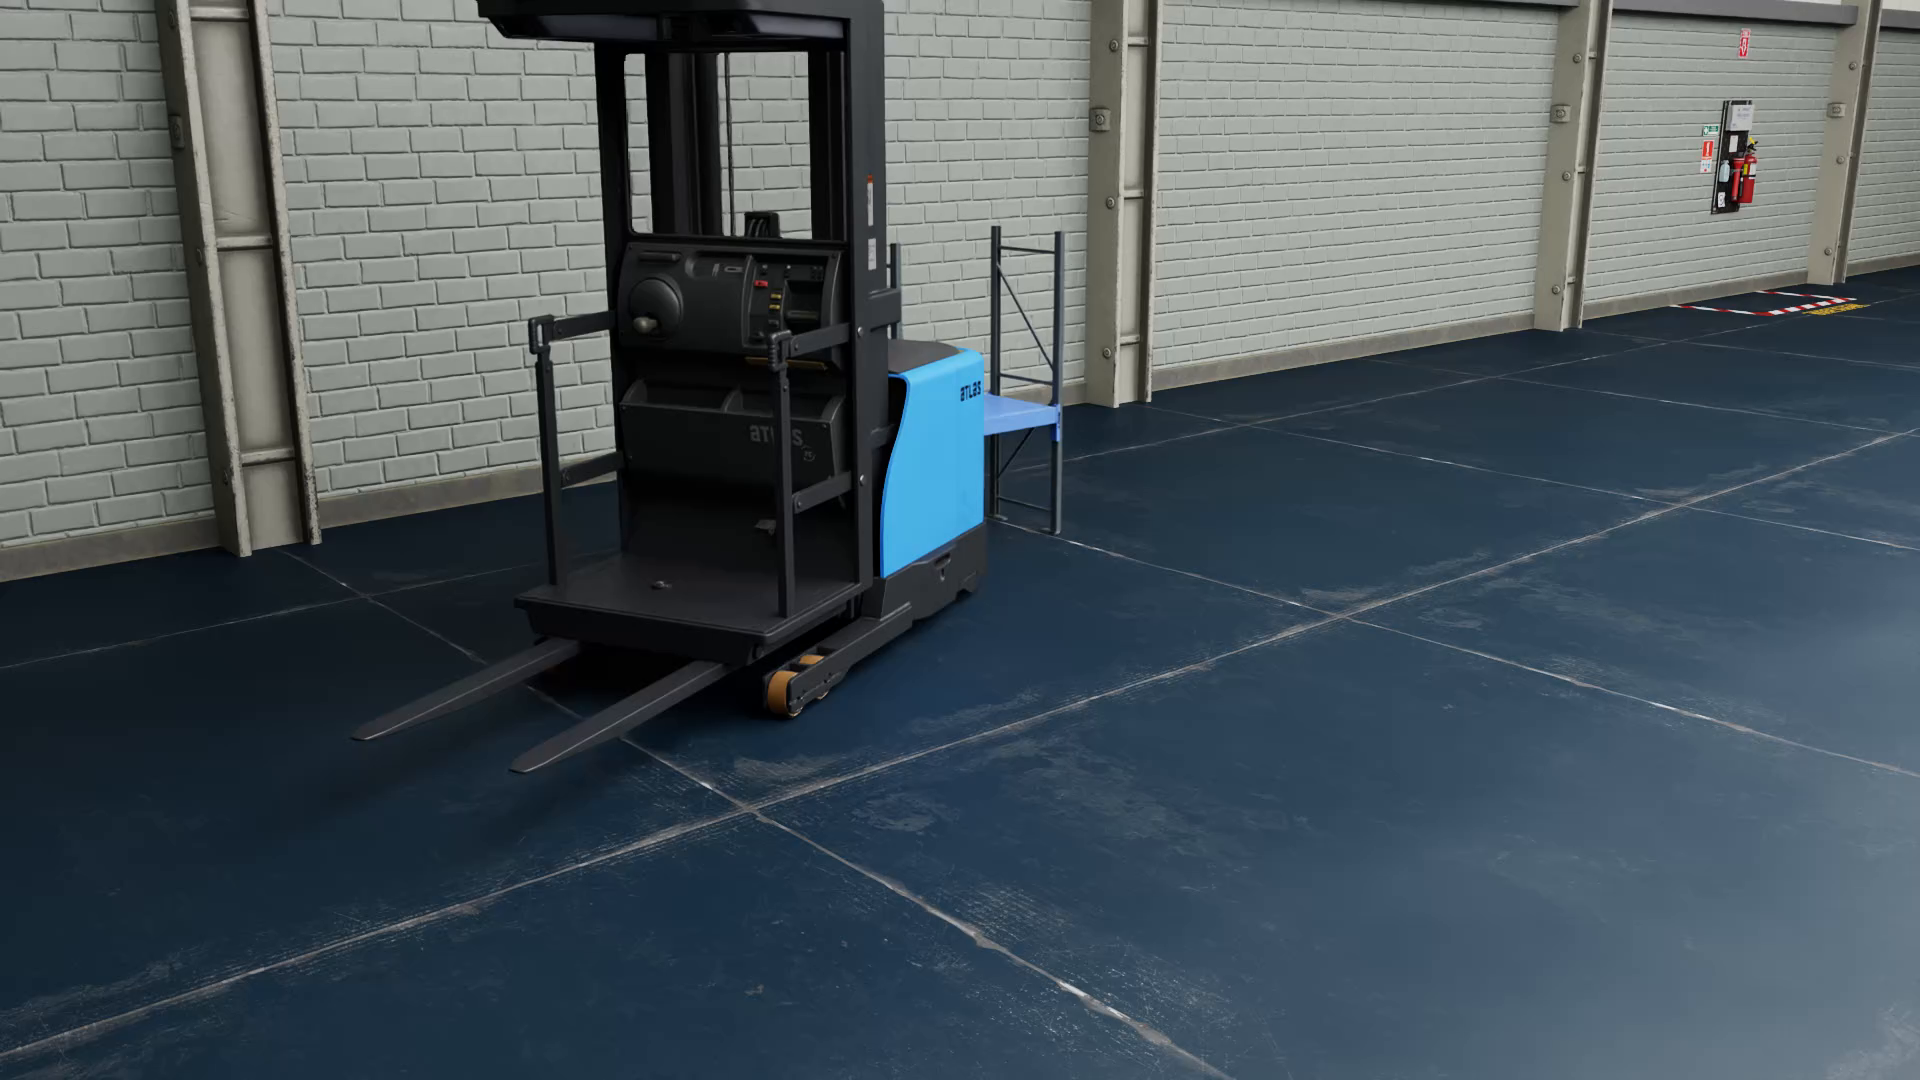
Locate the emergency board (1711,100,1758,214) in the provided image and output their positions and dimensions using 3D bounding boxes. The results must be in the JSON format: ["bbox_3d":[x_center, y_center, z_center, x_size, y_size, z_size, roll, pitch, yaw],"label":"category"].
[{"bbox_3d":[8.298,-4.069,17.670,0.643,1.169,0.194,-13,19,-39],"label":"emergency board"}]

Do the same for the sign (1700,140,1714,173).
[{"bbox_3d":[7.813,-4.012,17.390,0.234,0.329,0.001,-13,19,-39],"label":"sign"}]

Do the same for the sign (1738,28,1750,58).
[{"bbox_3d":[8.226,-5.207,17.438,0.199,0.298,0.001,-13,19,-39],"label":"sign"}]

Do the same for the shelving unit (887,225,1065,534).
[{"bbox_3d":[-0.052,-0.718,8.031,1.048,1.500,0.538,-13,20,-39],"label":"shelving unit"}]

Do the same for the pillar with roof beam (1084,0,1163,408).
[{"bbox_3d":[3.960,-4.507,7.687,0.400,9.000,9.100,-13,19,-39],"label":"pillar with roof beam"}]

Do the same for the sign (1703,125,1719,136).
[{"bbox_3d":[7.822,-4.268,17.318,0.331,0.109,0.001,-13,19,-39],"label":"sign"}]

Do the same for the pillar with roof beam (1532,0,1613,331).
[{"bbox_3d":[8.486,-5.524,11.492,0.400,9.000,9.100,-13,19,-39],"label":"pillar with roof beam"}]

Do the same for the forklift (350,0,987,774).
[{"bbox_3d":[-0.950,-0.914,5.993,1.130,2.935,3.031,7,16,23],"label":"forklift"}]

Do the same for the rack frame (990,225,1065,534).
[{"bbox_3d":[0.331,-0.804,8.354,0.032,1.500,0.500,-13,20,-39],"label":"rack frame"}]

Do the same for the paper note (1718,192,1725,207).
[{"bbox_3d":[8.119,-3.627,17.722,0.142,0.148,0.016,-13,19,-39],"label":"paper note"}]

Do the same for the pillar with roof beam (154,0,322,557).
[{"bbox_3d":[-0.566,-3.491,3.882,0.400,9.000,9.100,-13,19,-39],"label":"pillar with roof beam"}]

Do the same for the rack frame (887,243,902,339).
[{"bbox_3d":[-0.435,-0.632,7.708,0.032,1.500,0.500,-13,20,-39],"label":"rack frame"}]

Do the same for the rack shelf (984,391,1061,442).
[{"bbox_3d":[-0.052,-0.544,8.078,1.000,0.185,0.538,-13,20,-39],"label":"rack shelf"}]

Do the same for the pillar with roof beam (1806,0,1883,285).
[{"bbox_3d":[13.013,-6.540,15.298,0.400,9.000,9.100,-13,19,-39],"label":"pillar with roof beam"}]
